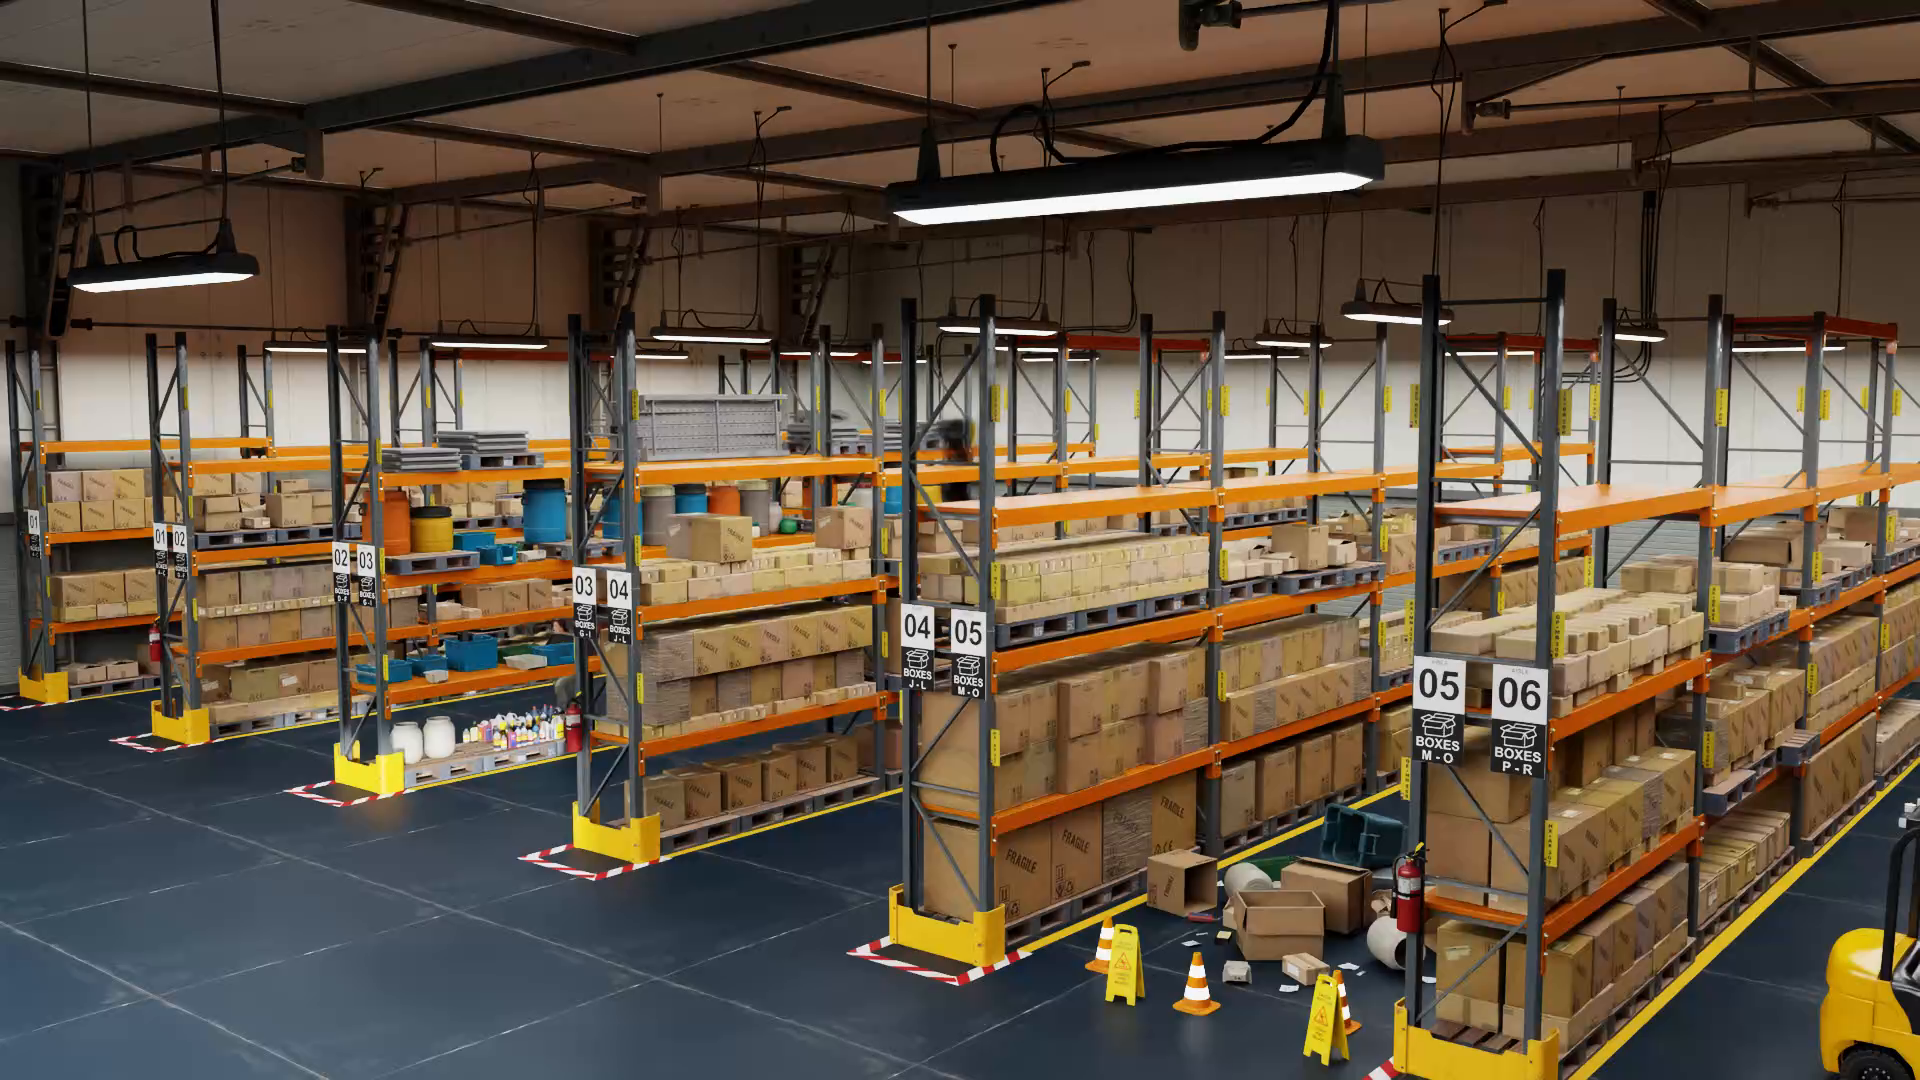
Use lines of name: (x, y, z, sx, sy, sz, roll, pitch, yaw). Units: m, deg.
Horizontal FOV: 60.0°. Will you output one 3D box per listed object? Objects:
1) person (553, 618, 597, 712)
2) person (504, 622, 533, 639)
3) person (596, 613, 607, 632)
person: (-6.076, 2.008, 25.912, 0.945, 1.617, 0.495, -5, 7, -42)
person: (-8.304, 1.594, 31.359, 0.647, 1.522, 0.890, 2, 5, 19)
person: (-7.258, 1.304, 33.746, 0.527, 1.690, 0.861, 5, 7, 41)
